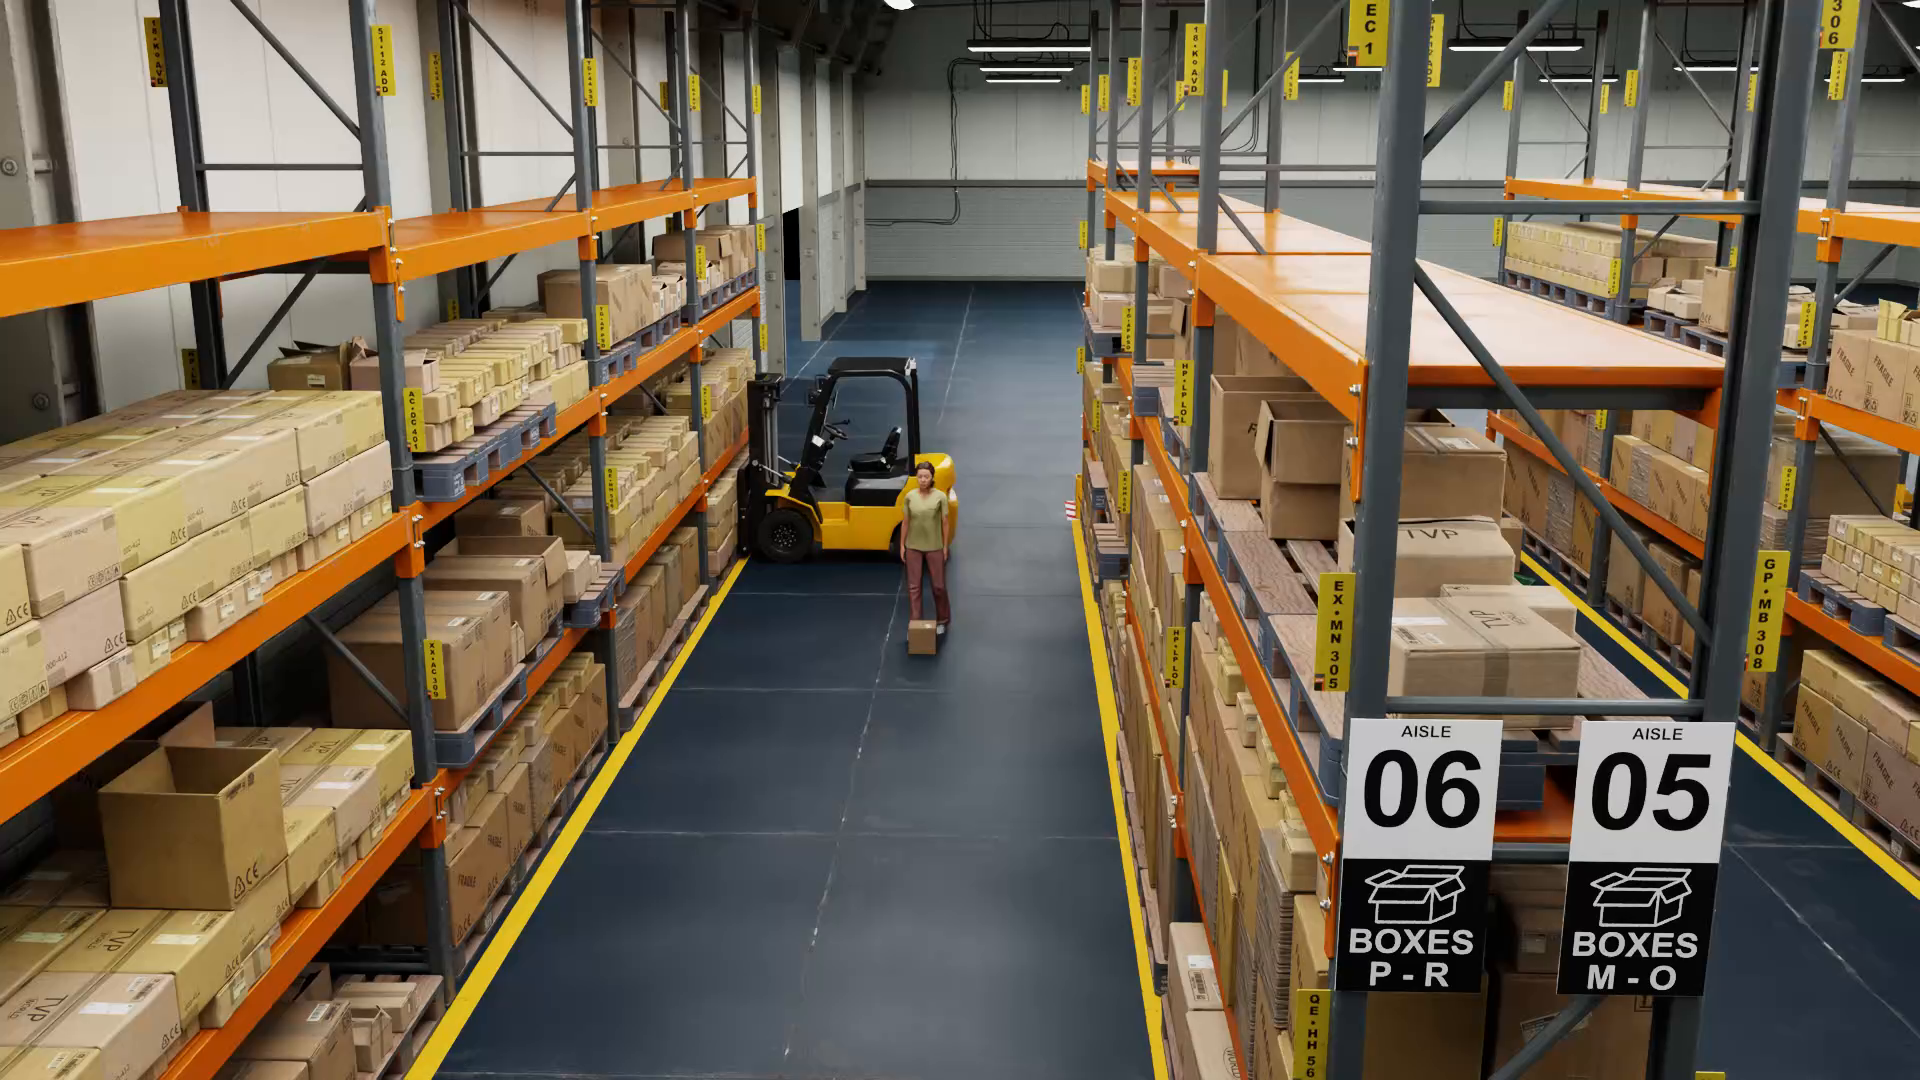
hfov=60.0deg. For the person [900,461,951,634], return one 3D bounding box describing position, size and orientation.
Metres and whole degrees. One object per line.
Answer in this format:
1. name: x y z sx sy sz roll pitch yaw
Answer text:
1. person: -0.338 0.093 15.615 0.462 1.672 0.571 2 14 8
